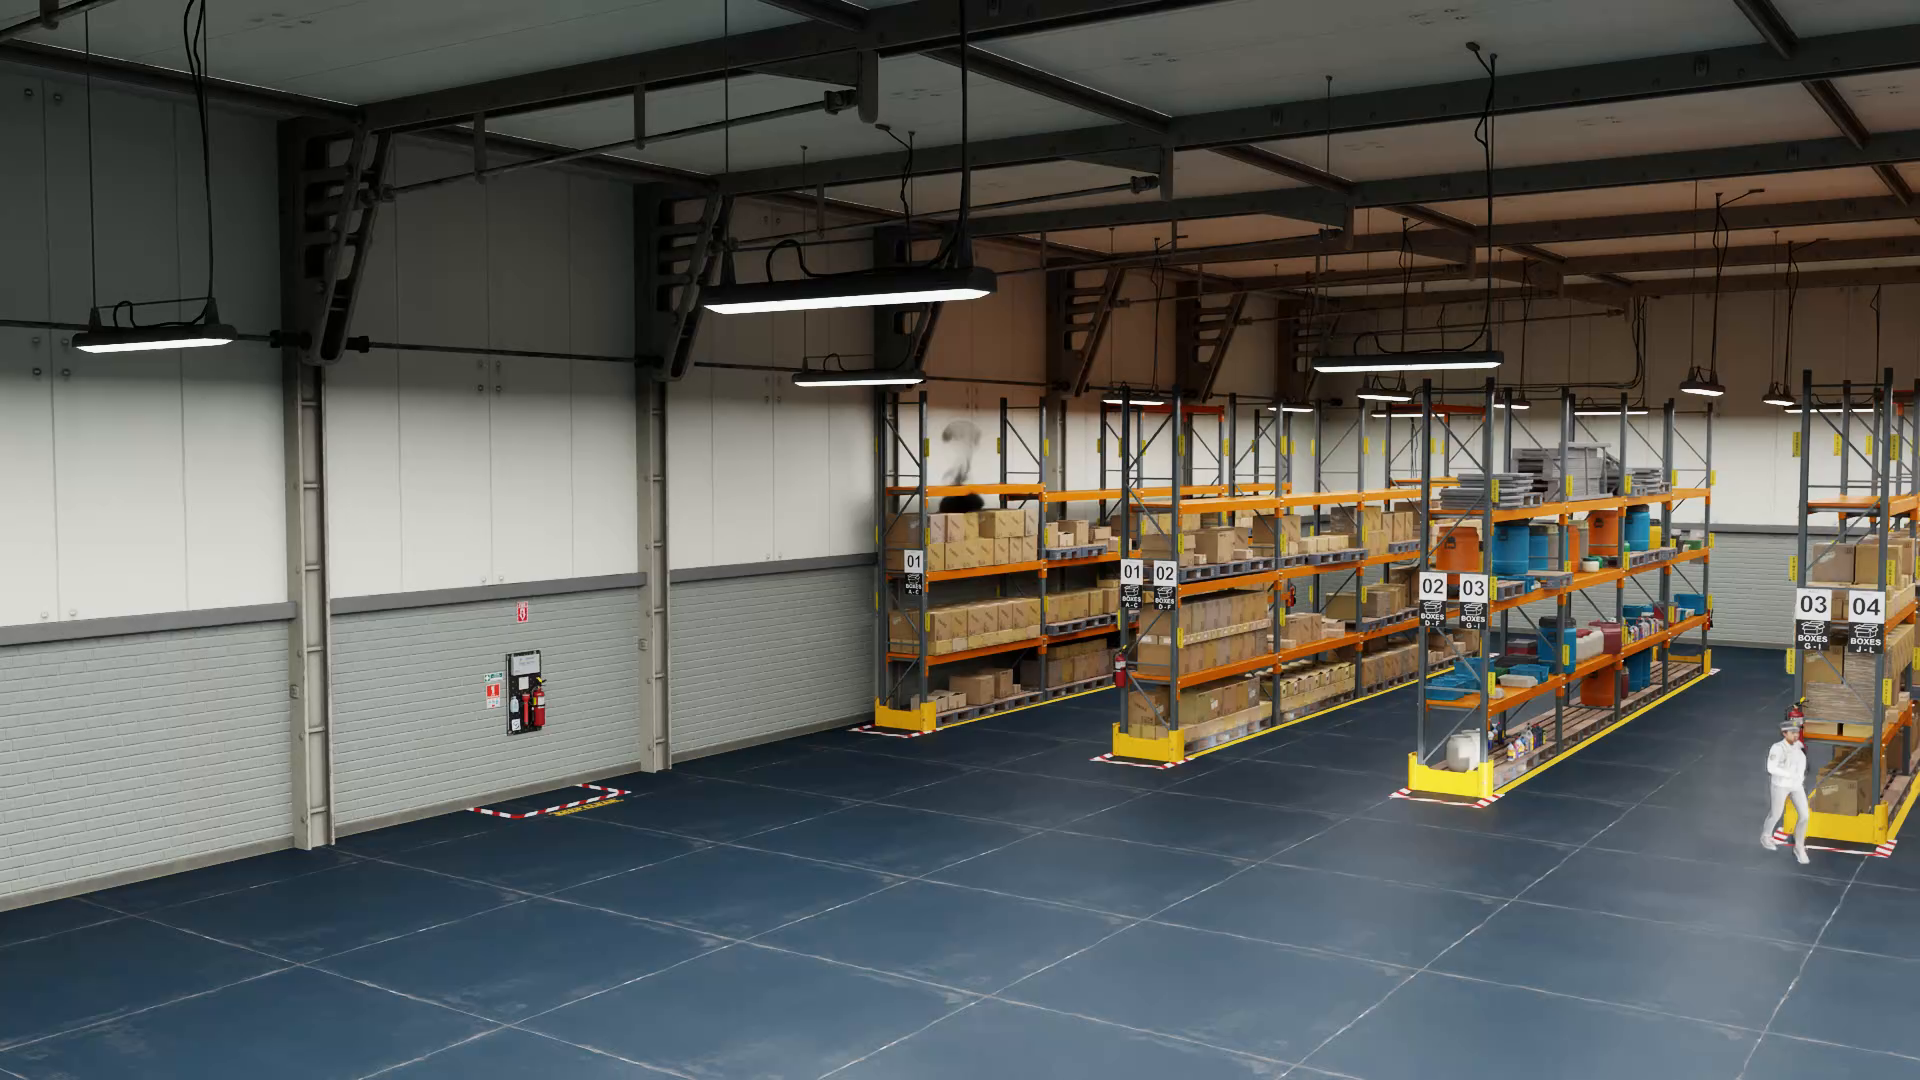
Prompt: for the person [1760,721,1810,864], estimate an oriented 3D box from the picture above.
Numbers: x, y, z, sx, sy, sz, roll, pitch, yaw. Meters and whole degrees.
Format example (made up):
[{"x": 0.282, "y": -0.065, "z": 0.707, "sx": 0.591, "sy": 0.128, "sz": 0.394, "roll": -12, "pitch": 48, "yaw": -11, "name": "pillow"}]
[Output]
[{"x": 10.059, "y": 3.050, "z": 20.244, "sx": 0.602, "sy": 1.752, "sz": 0.800, "roll": 0, "pitch": 3, "yaw": -6, "name": "person"}]
